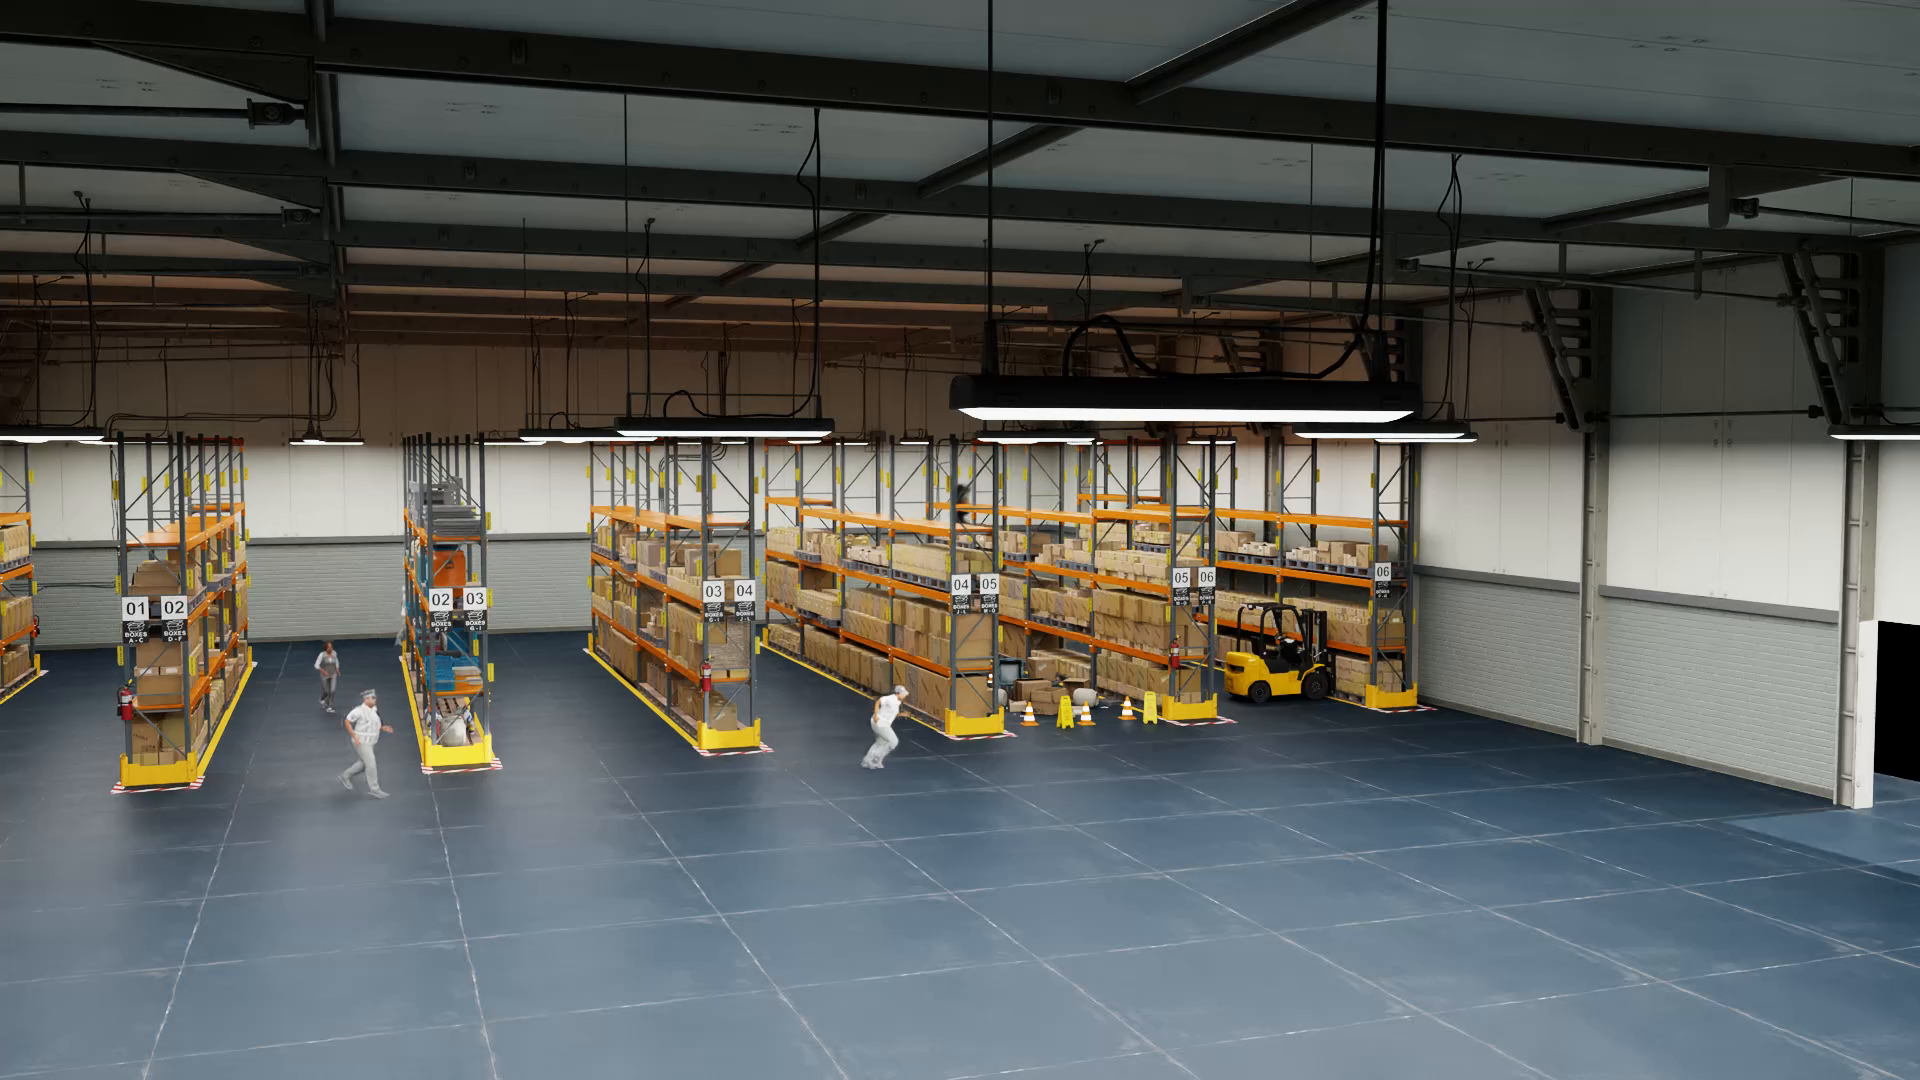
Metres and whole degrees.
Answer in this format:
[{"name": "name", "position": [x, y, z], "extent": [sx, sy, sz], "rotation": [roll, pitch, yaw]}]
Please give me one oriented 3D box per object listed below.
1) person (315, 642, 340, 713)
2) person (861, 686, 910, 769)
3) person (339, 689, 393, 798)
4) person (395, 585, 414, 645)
[{"name": "person", "position": [-13.733, 2.962, 36.070], "extent": [0.536, 1.547, 0.688], "rotation": [-2, 4, -36]}, {"name": "person", "position": [-1.340, 3.326, 29.539], "extent": [0.897, 1.499, 0.639], "rotation": [1, 3, 12]}, {"name": "person", "position": [-9.827, 3.328, 27.346], "extent": [0.969, 1.773, 0.635], "rotation": [1, 3, 10]}, {"name": "person", "position": [-15.900, 2.176, 48.016], "extent": [0.794, 1.783, 0.663], "rotation": [0, 3, -8]}]
